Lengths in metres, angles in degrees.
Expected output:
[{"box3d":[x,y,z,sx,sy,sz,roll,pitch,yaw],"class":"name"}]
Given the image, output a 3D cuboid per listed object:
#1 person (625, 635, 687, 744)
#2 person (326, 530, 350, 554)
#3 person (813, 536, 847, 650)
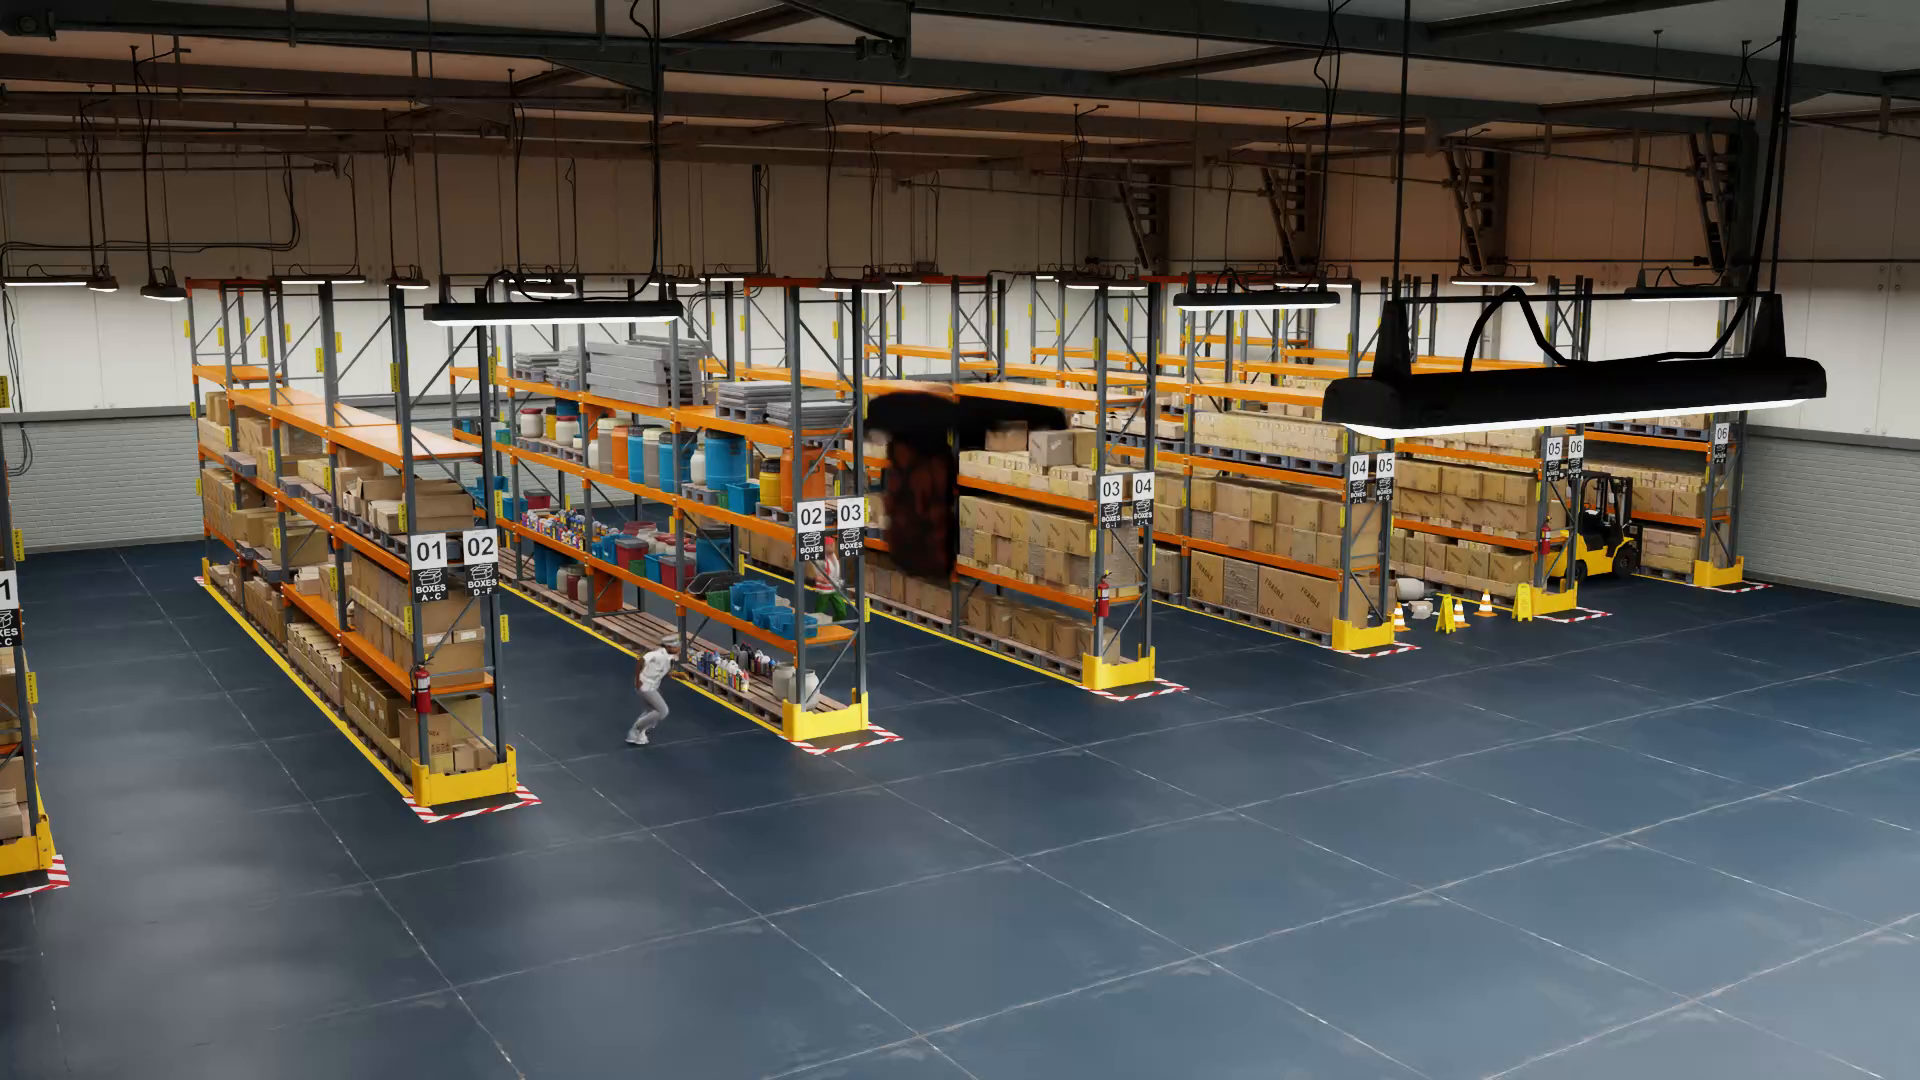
[{"box3d":[-4.012,1.978,21.762,0.856,1.493,0.612,2,10,11],"class":"person"},{"box3d":[-12.306,0.020,33.050,0.551,1.657,0.777,-6,11,-33],"class":"person"},{"box3d":[-2.024,0.837,26.024,0.636,1.822,0.767,-9,13,-43],"class":"person"}]
